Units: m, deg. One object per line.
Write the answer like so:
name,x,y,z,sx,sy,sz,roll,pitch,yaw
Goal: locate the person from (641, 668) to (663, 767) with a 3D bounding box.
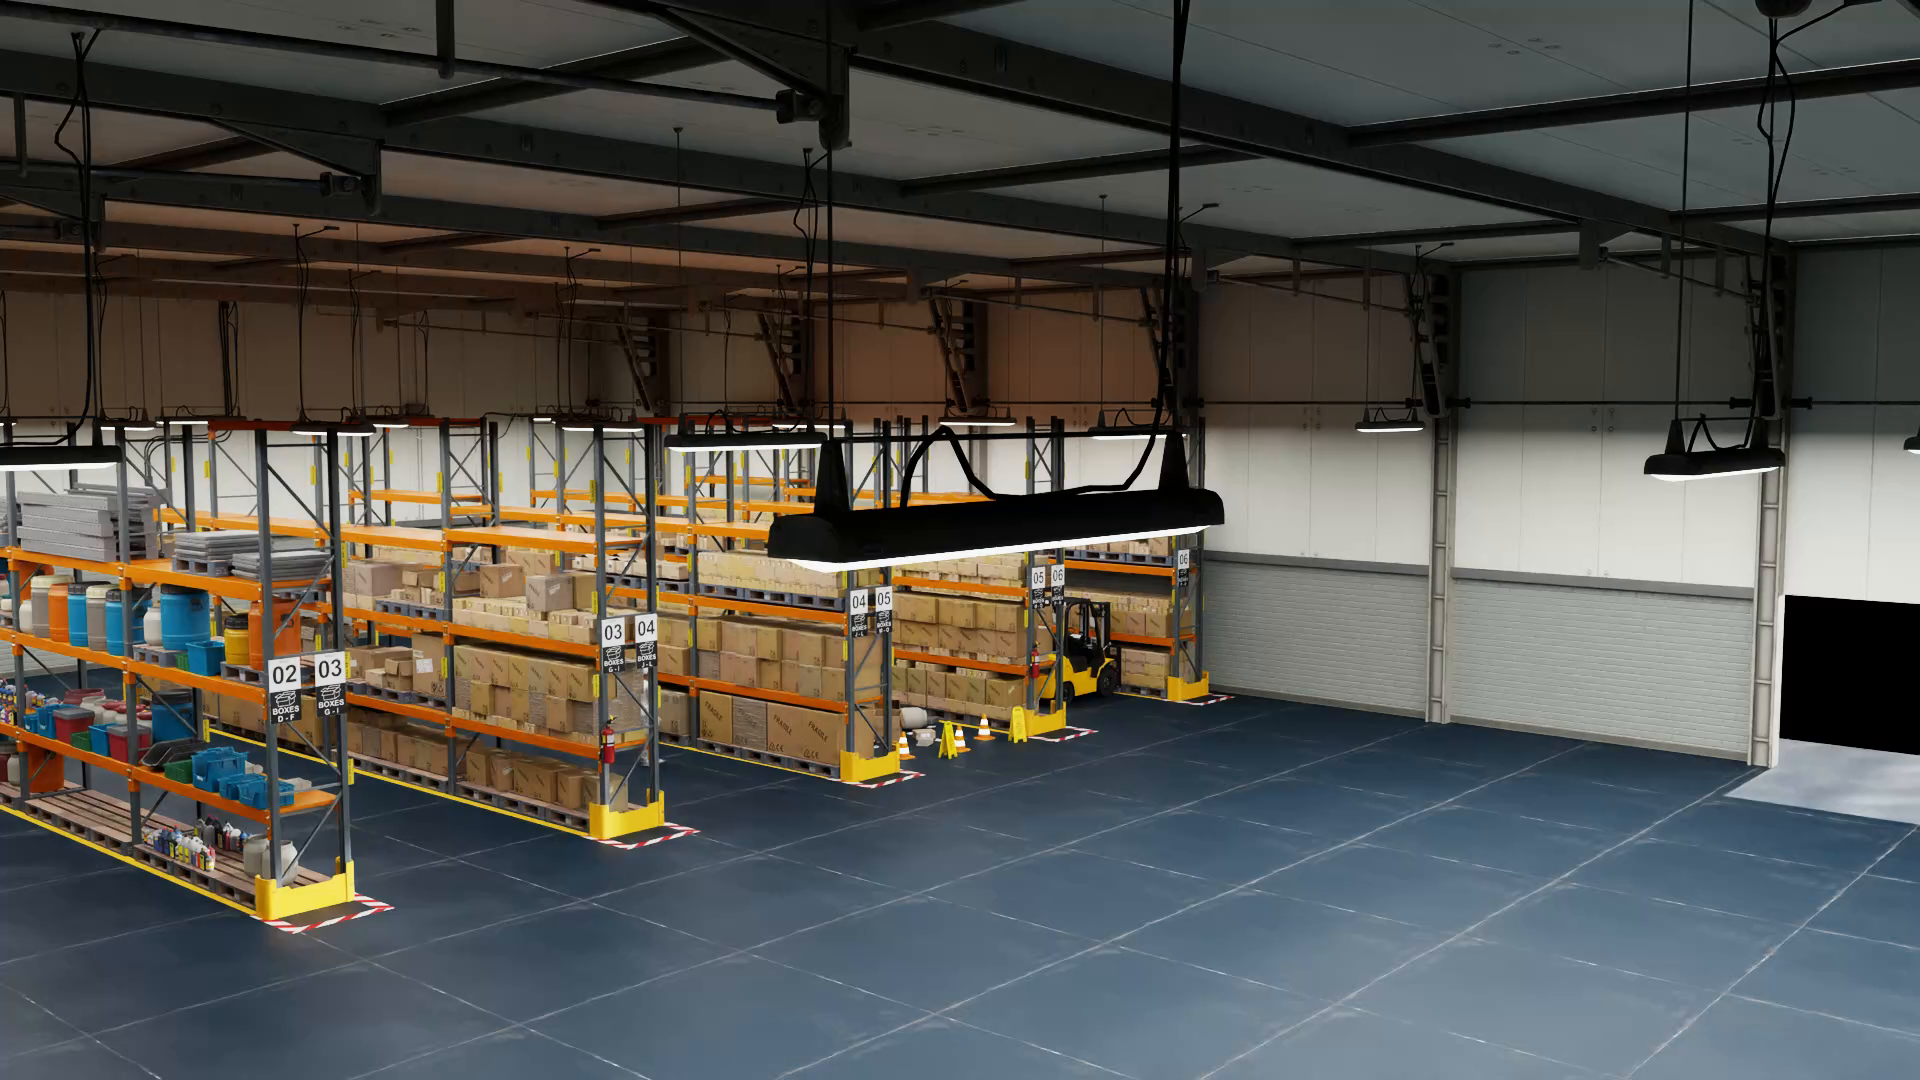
person,-5.387,3.044,28.932,0.471,1.789,0.634,-1,5,-17
